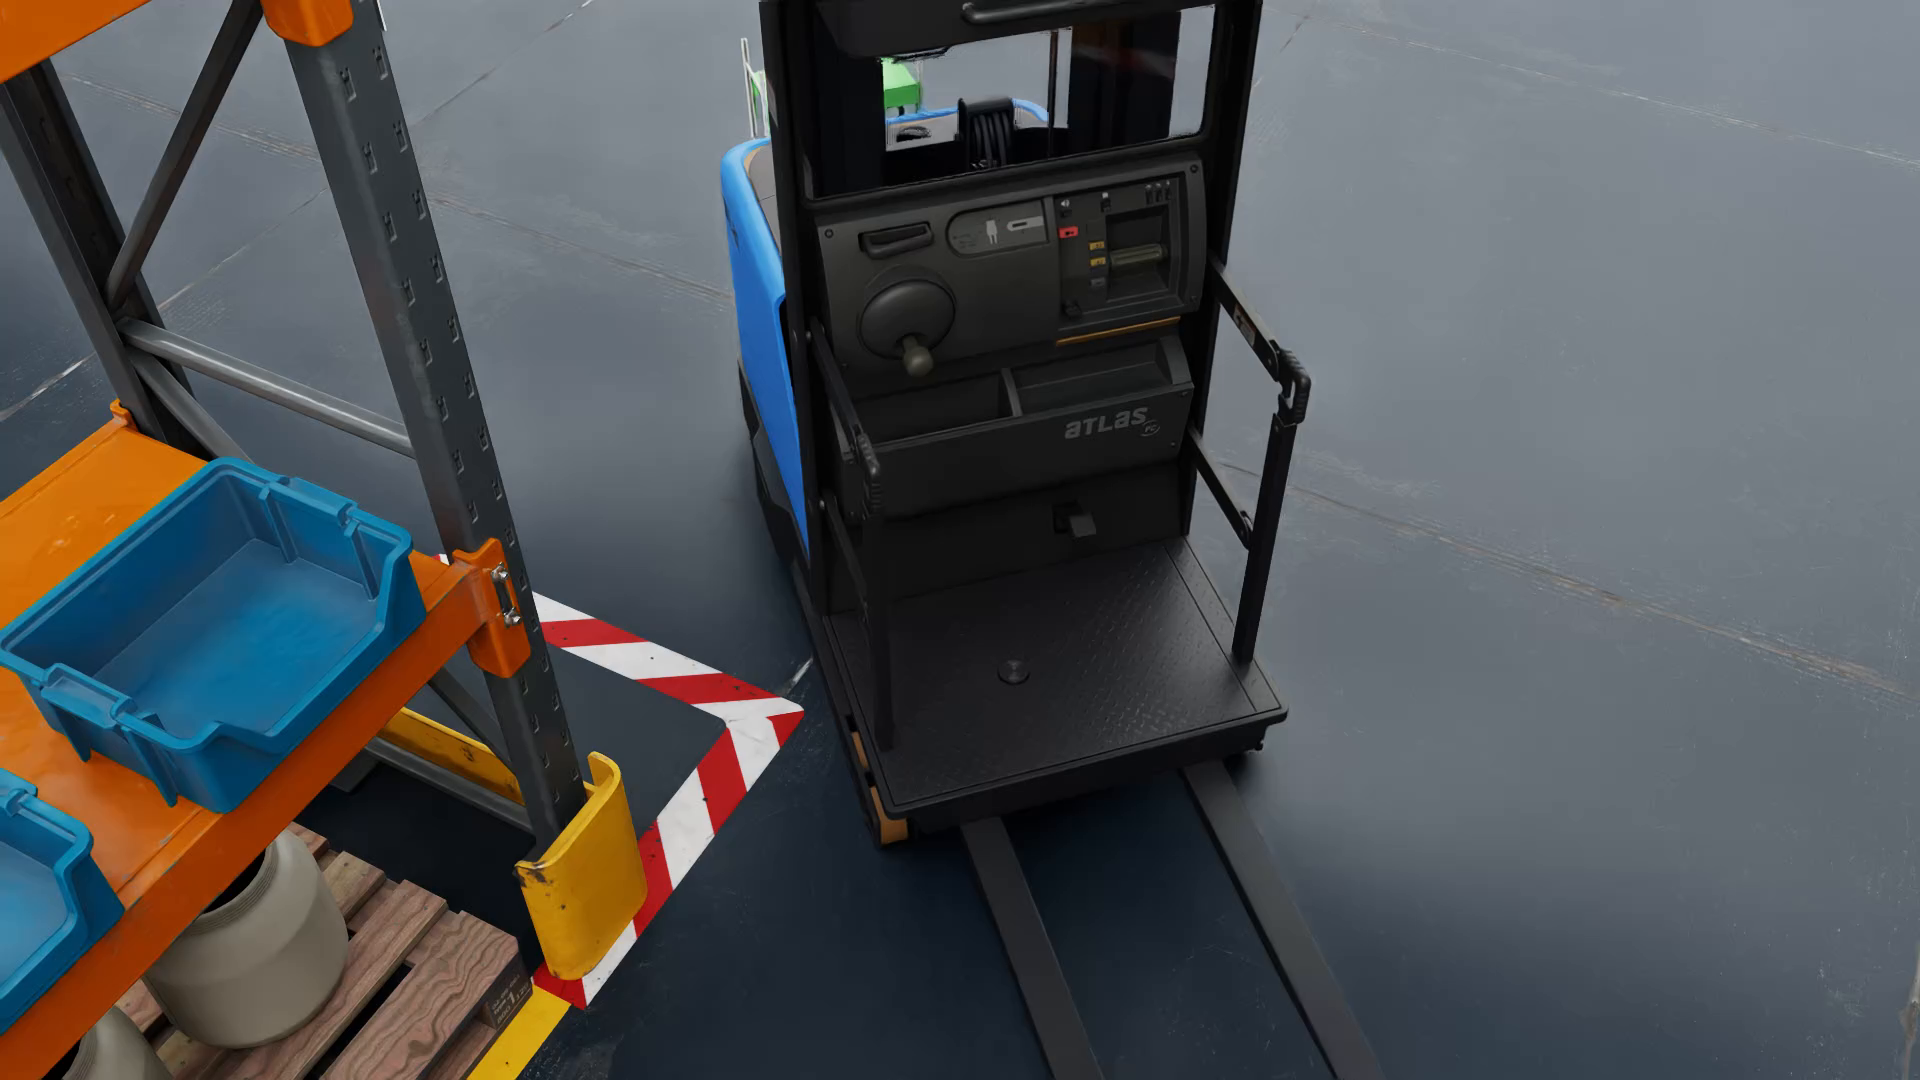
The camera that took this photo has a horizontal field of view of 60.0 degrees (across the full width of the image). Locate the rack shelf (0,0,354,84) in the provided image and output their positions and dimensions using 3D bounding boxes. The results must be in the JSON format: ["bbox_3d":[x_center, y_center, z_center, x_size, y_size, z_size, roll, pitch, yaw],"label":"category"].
[{"bbox_3d":[-2.323,0.158,1.382,1.077,0.370,4.000,20,49,19],"label":"rack shelf"}]

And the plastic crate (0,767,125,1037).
[{"bbox_3d":[-1.669,0.573,2.679,0.499,0.251,0.408,20,49,19],"label":"plastic crate"}]

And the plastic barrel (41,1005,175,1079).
[{"bbox_3d":[-1.866,1.182,3.427,0.421,0.512,0.421,0,45,0],"label":"plastic barrel"}]

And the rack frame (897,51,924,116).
[{"bbox_3d":[-0.152,-1.129,5.513,0.015,1.200,0.240,-14,44,-13],"label":"rack frame"}]

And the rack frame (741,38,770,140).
[{"bbox_3d":[-0.613,-1.014,5.400,0.015,1.200,0.240,-14,44,-13],"label":"rack frame"}]

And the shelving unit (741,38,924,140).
[{"bbox_3d":[-0.383,-1.071,5.456,0.503,1.200,0.258,-14,44,-13],"label":"shelving unit"}]

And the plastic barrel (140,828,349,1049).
[{"bbox_3d":[-1.633,0.866,3.739,0.421,0.512,0.421,0,45,0],"label":"plastic barrel"}]

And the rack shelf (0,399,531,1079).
[{"bbox_3d":[-2.323,1.212,2.448,1.077,0.370,4.000,20,49,19],"label":"rack shelf"}]

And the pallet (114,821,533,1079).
[{"bbox_3d":[-1.771,1.253,3.863,1.003,0.211,1.213,20,49,19],"label":"pallet"}]

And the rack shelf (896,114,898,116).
[{"bbox_3d":[-0.385,-1.201,5.337,0.480,0.148,0.258,-14,44,-13],"label":"rack shelf"}]

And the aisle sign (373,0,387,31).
[{"bbox_3d":[-1.099,-1.161,2.461,0.394,0.787,0.004,20,49,19],"label":"aisle sign"}]

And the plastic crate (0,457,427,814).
[{"bbox_3d":[-1.362,0.166,3.081,0.499,0.251,0.616,20,49,19],"label":"plastic crate"}]

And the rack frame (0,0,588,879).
[{"bbox_3d":[-1.395,-0.300,3.438,1.000,3.000,0.127,20,49,19],"label":"rack frame"}]

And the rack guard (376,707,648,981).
[{"bbox_3d":[-1.389,0.642,4.264,1.175,0.500,0.348,20,49,19],"label":"rack guard"}]

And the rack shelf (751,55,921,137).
[{"bbox_3d":[-0.389,-1.378,5.175,0.480,0.148,0.258,-14,44,-13],"label":"rack shelf"}]

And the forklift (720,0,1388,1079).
[{"bbox_3d":[0.200,-0.544,3.727,1.130,2.935,3.031,-12,47,-12],"label":"forklift"}]
